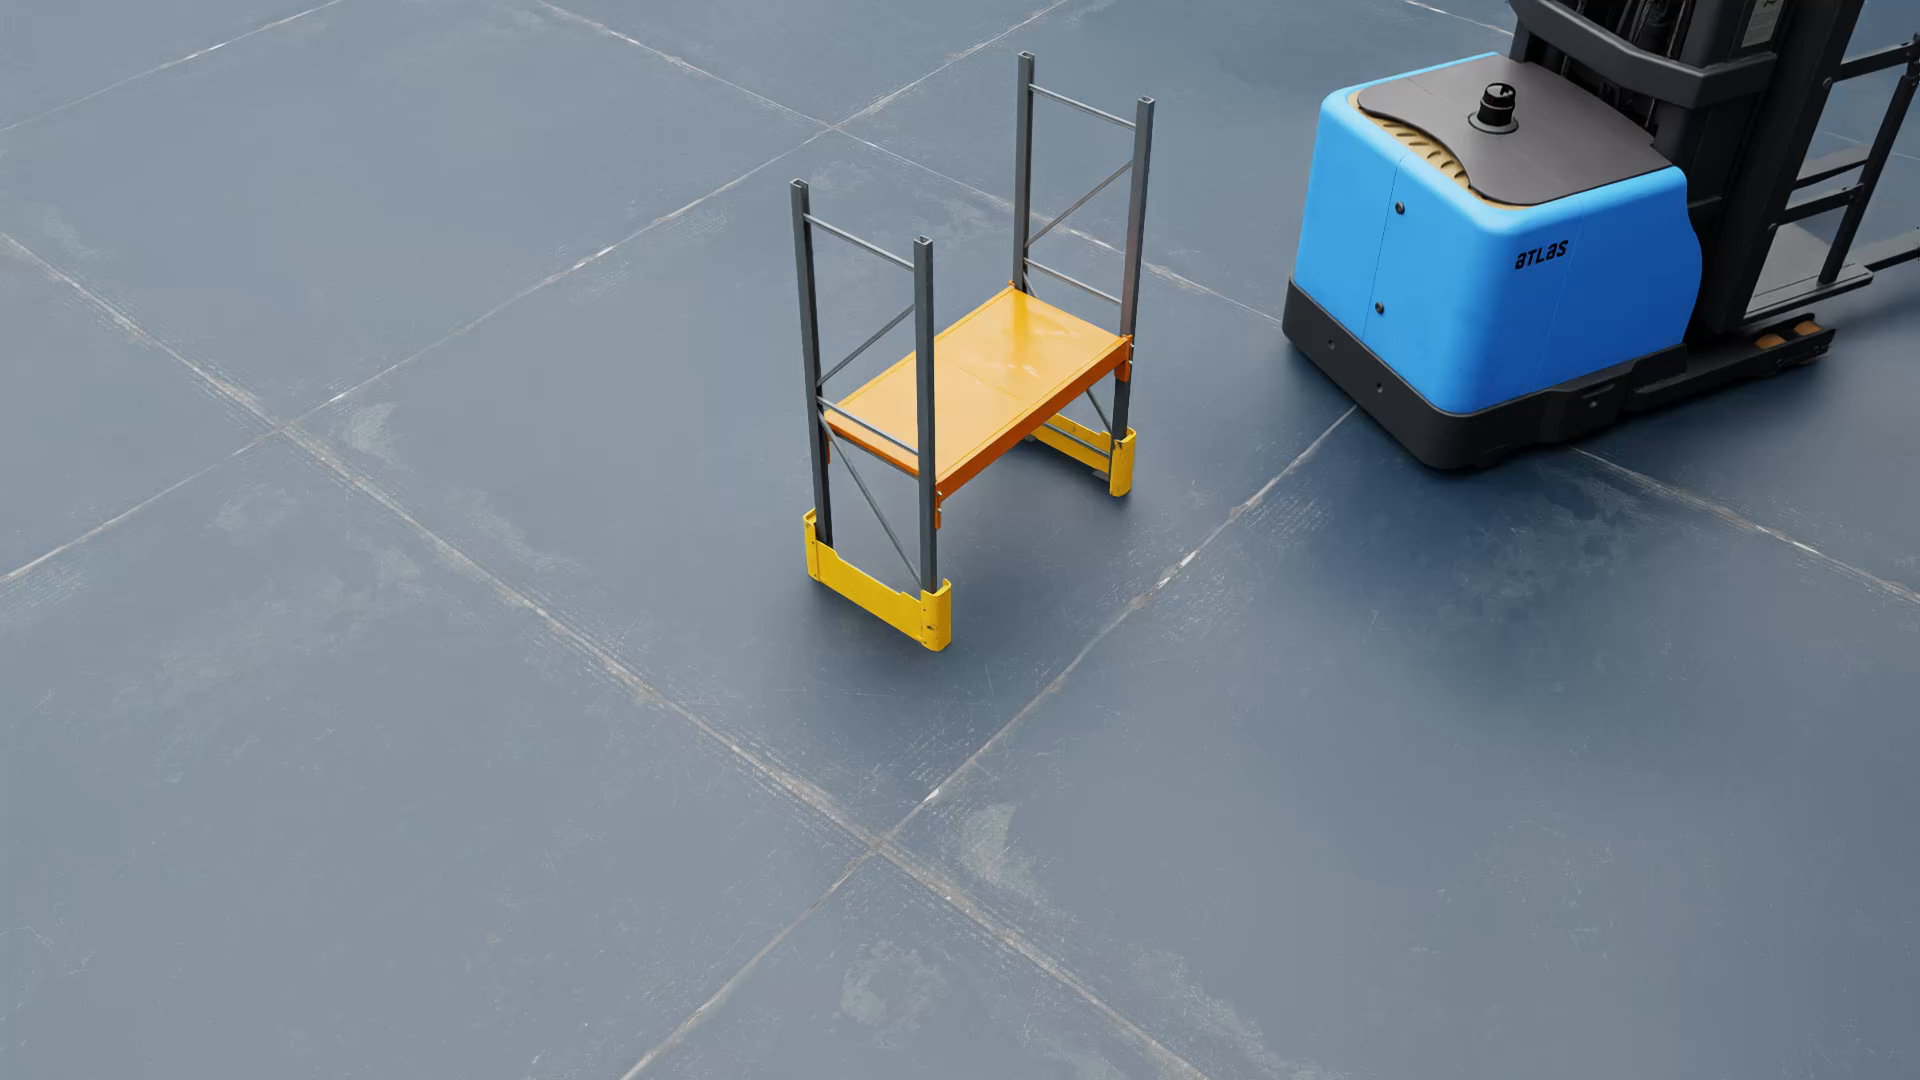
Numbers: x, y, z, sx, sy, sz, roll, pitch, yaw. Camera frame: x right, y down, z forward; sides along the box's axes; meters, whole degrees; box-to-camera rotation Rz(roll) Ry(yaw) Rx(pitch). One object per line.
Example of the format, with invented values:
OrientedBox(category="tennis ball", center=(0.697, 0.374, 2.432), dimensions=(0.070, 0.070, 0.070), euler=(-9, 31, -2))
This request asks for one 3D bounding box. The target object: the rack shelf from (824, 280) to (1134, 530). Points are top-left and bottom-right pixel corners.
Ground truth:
OrientedBox(category="rack shelf", center=(0.055, -0.466, 5.415), dimensions=(0.538, 0.185, 1.000), euler=(29, 50, 28))

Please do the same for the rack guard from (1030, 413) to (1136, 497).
OrientedBox(category="rack guard", center=(0.370, -0.388, 5.991), dimensions=(0.587, 0.250, 0.087), euler=(29, 50, 28))

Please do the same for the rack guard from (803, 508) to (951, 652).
OrientedBox(category="rack guard", center=(-0.271, 0.125, 5.427), dimensions=(0.587, 0.250, 0.087), euler=(29, 50, 28))

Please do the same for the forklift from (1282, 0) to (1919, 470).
OrientedBox(category="forklift", center=(2.825, -2.018, 5.791), dimensions=(3.031, 2.935, 1.130), euler=(-18, 45, -19))

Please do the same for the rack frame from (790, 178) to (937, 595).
OrientedBox(category="rack frame", center=(-0.272, -0.337, 5.006), dimensions=(0.500, 1.500, 0.032), euler=(29, 50, 28))

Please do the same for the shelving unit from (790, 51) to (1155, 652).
OrientedBox(category="shelving unit", center=(0.049, -0.594, 5.289), dimensions=(0.587, 1.500, 1.083), euler=(29, 50, 28))

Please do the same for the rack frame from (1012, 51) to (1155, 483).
OrientedBox(category="rack frame", center=(0.382, -0.861, 5.582), dimensions=(0.500, 1.500, 0.032), euler=(29, 50, 28))
